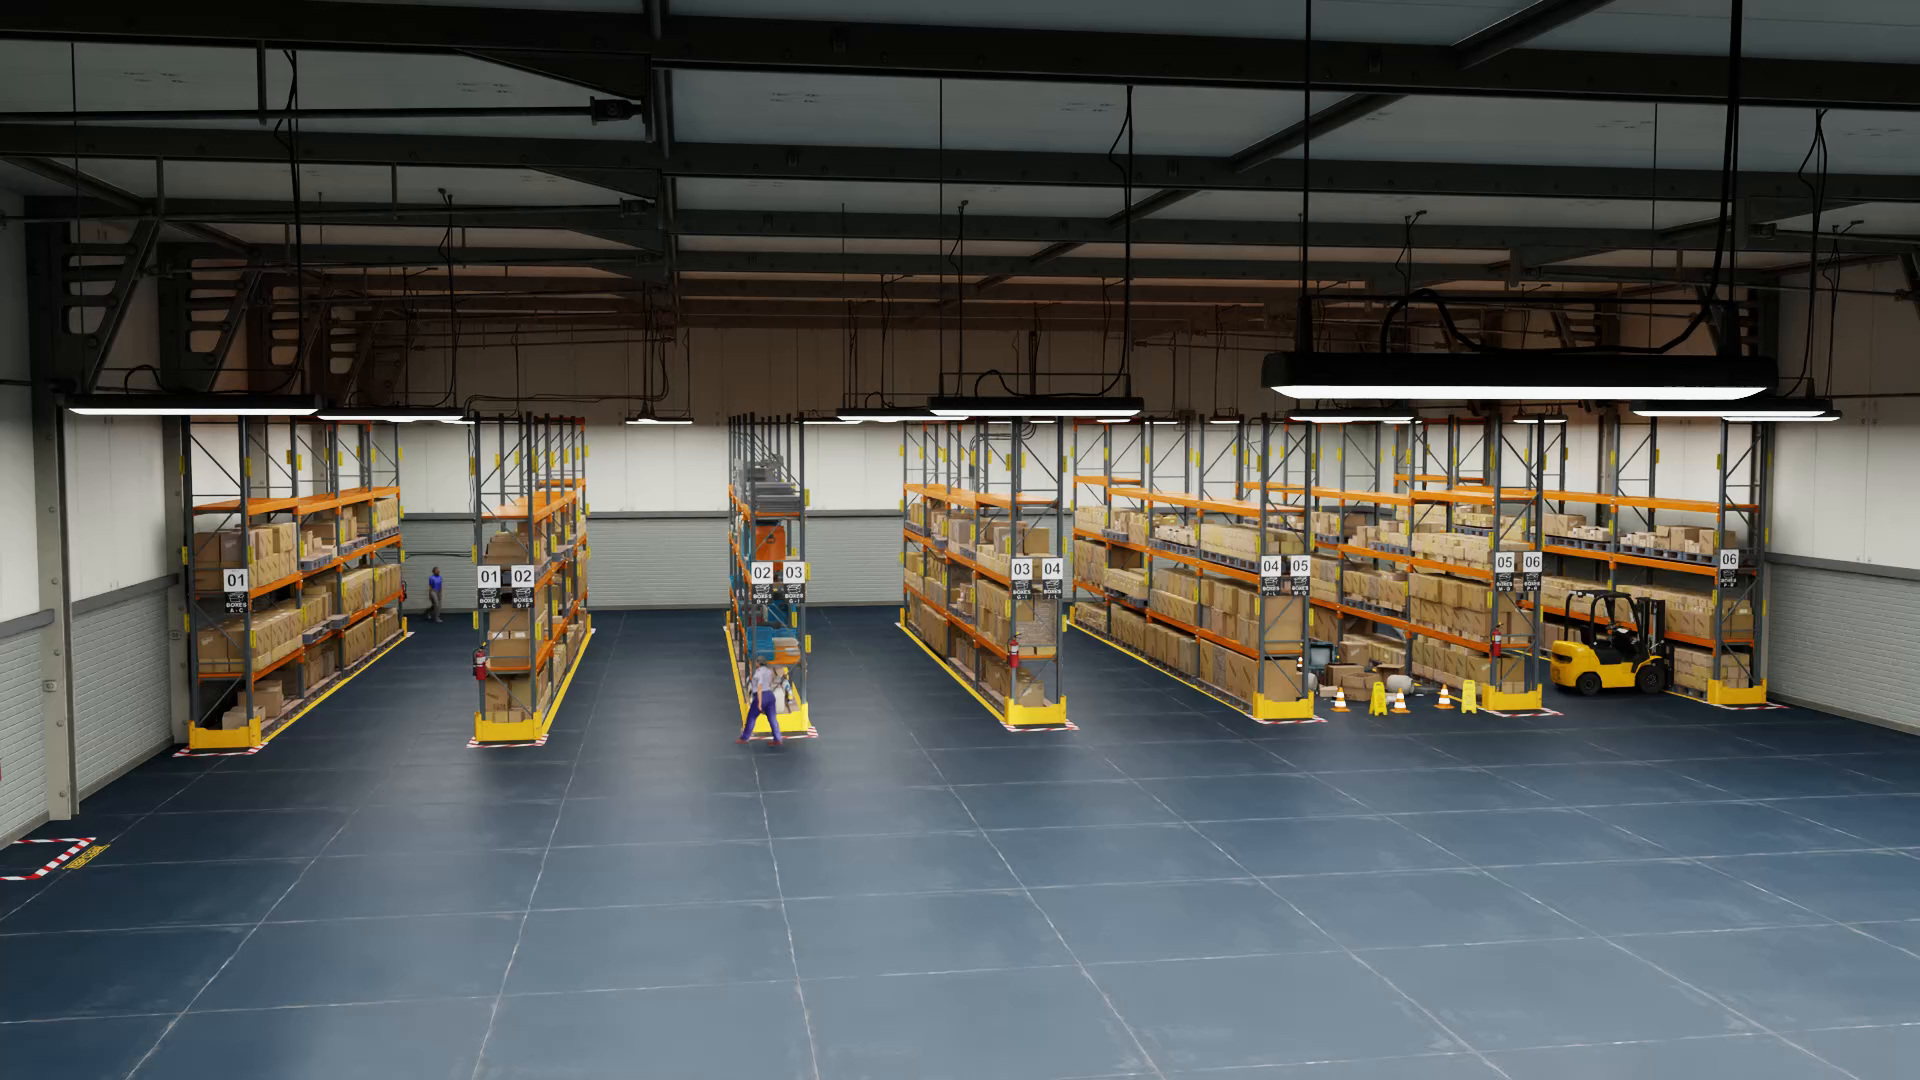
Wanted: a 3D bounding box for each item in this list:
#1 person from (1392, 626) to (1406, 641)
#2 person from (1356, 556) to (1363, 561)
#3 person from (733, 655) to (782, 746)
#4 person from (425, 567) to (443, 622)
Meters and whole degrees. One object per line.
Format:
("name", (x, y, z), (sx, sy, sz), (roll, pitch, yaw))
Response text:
("person", (11.515, 1.924, 43.305), (0.647, 1.731, 0.673), (-2, 5, -31))
("person", (12.512, 1.343, 51.881), (0.986, 1.684, 0.535), (-1, 4, -14))
("person", (-3.593, 2.870, 29.835), (0.903, 1.600, 0.534), (3, 5, 34))
("person", (-15.441, 1.590, 48.794), (0.811, 1.608, 0.450), (2, 4, 27))
